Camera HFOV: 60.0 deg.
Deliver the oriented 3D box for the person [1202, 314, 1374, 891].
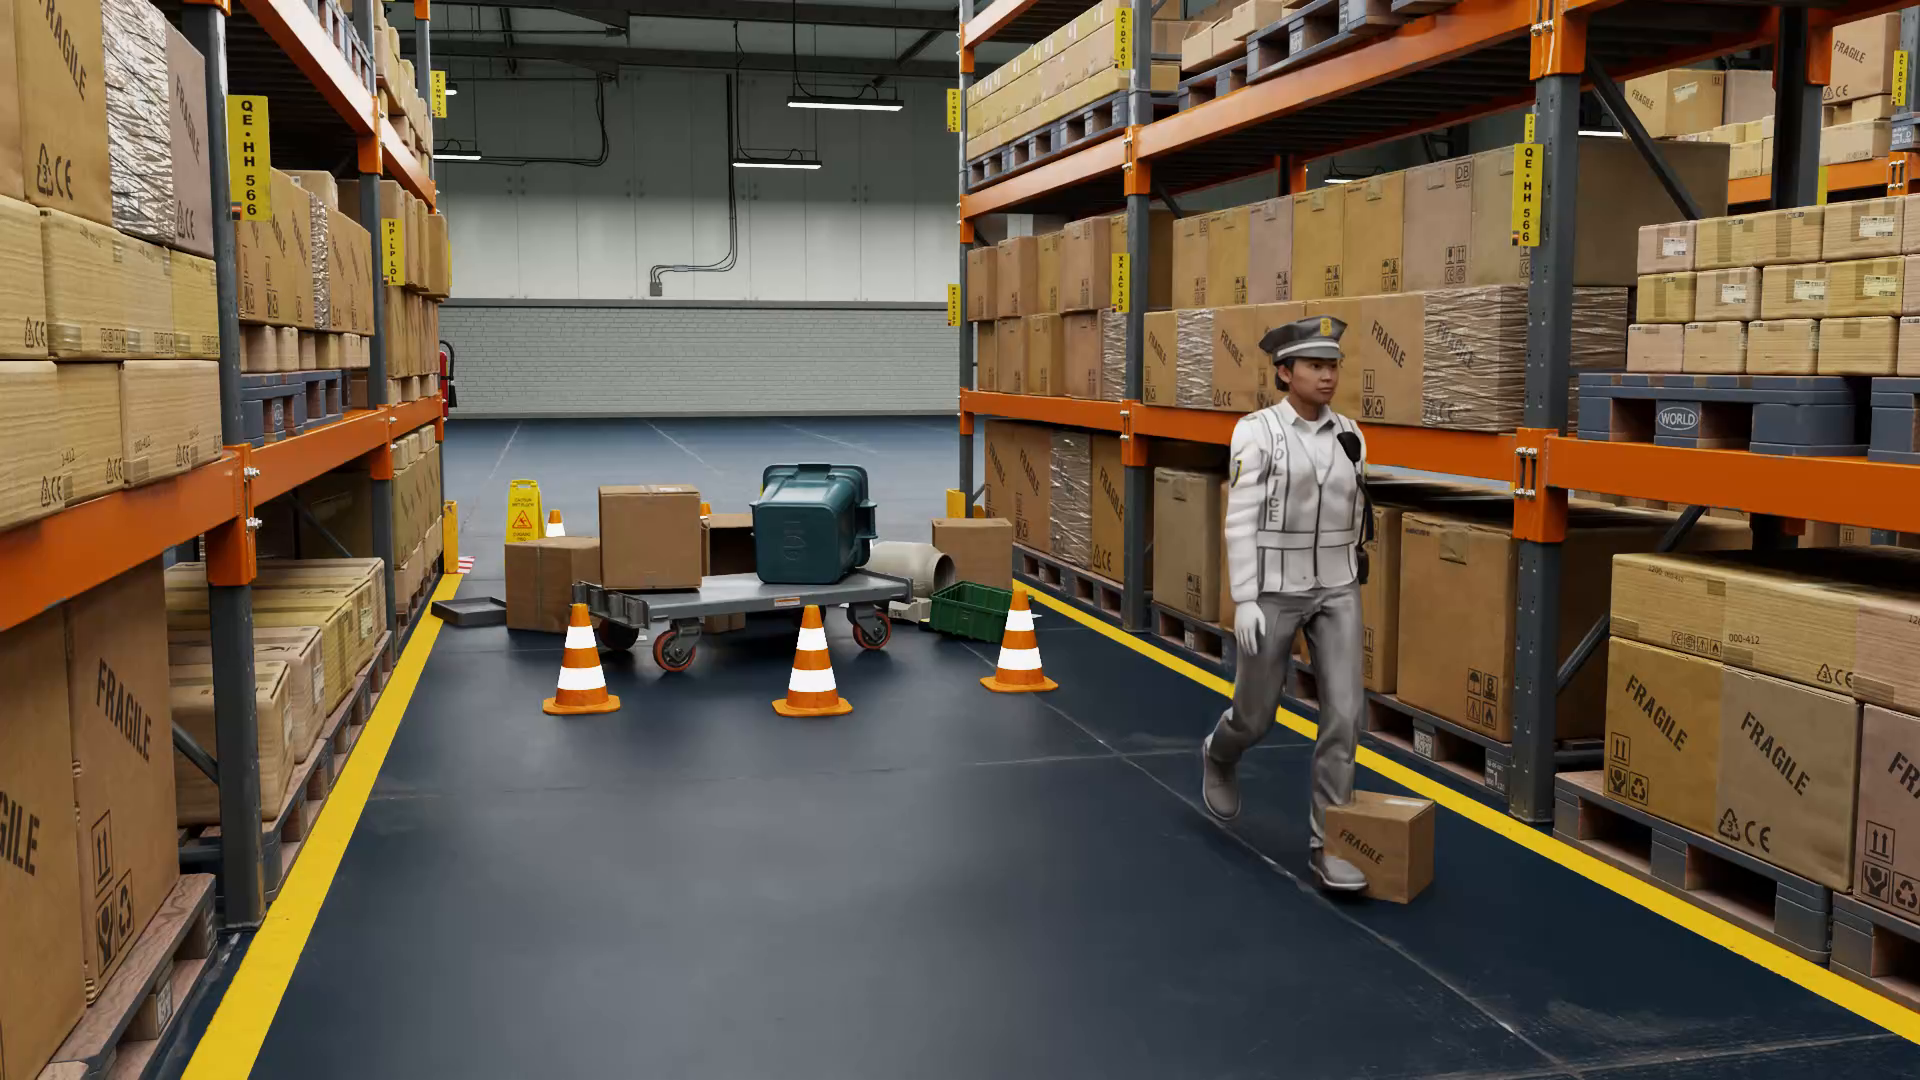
[{"bbox_3d":[1.009,0.153,5.034,0.478,1.652,0.819,-1,6,-9],"label":"person"}]
